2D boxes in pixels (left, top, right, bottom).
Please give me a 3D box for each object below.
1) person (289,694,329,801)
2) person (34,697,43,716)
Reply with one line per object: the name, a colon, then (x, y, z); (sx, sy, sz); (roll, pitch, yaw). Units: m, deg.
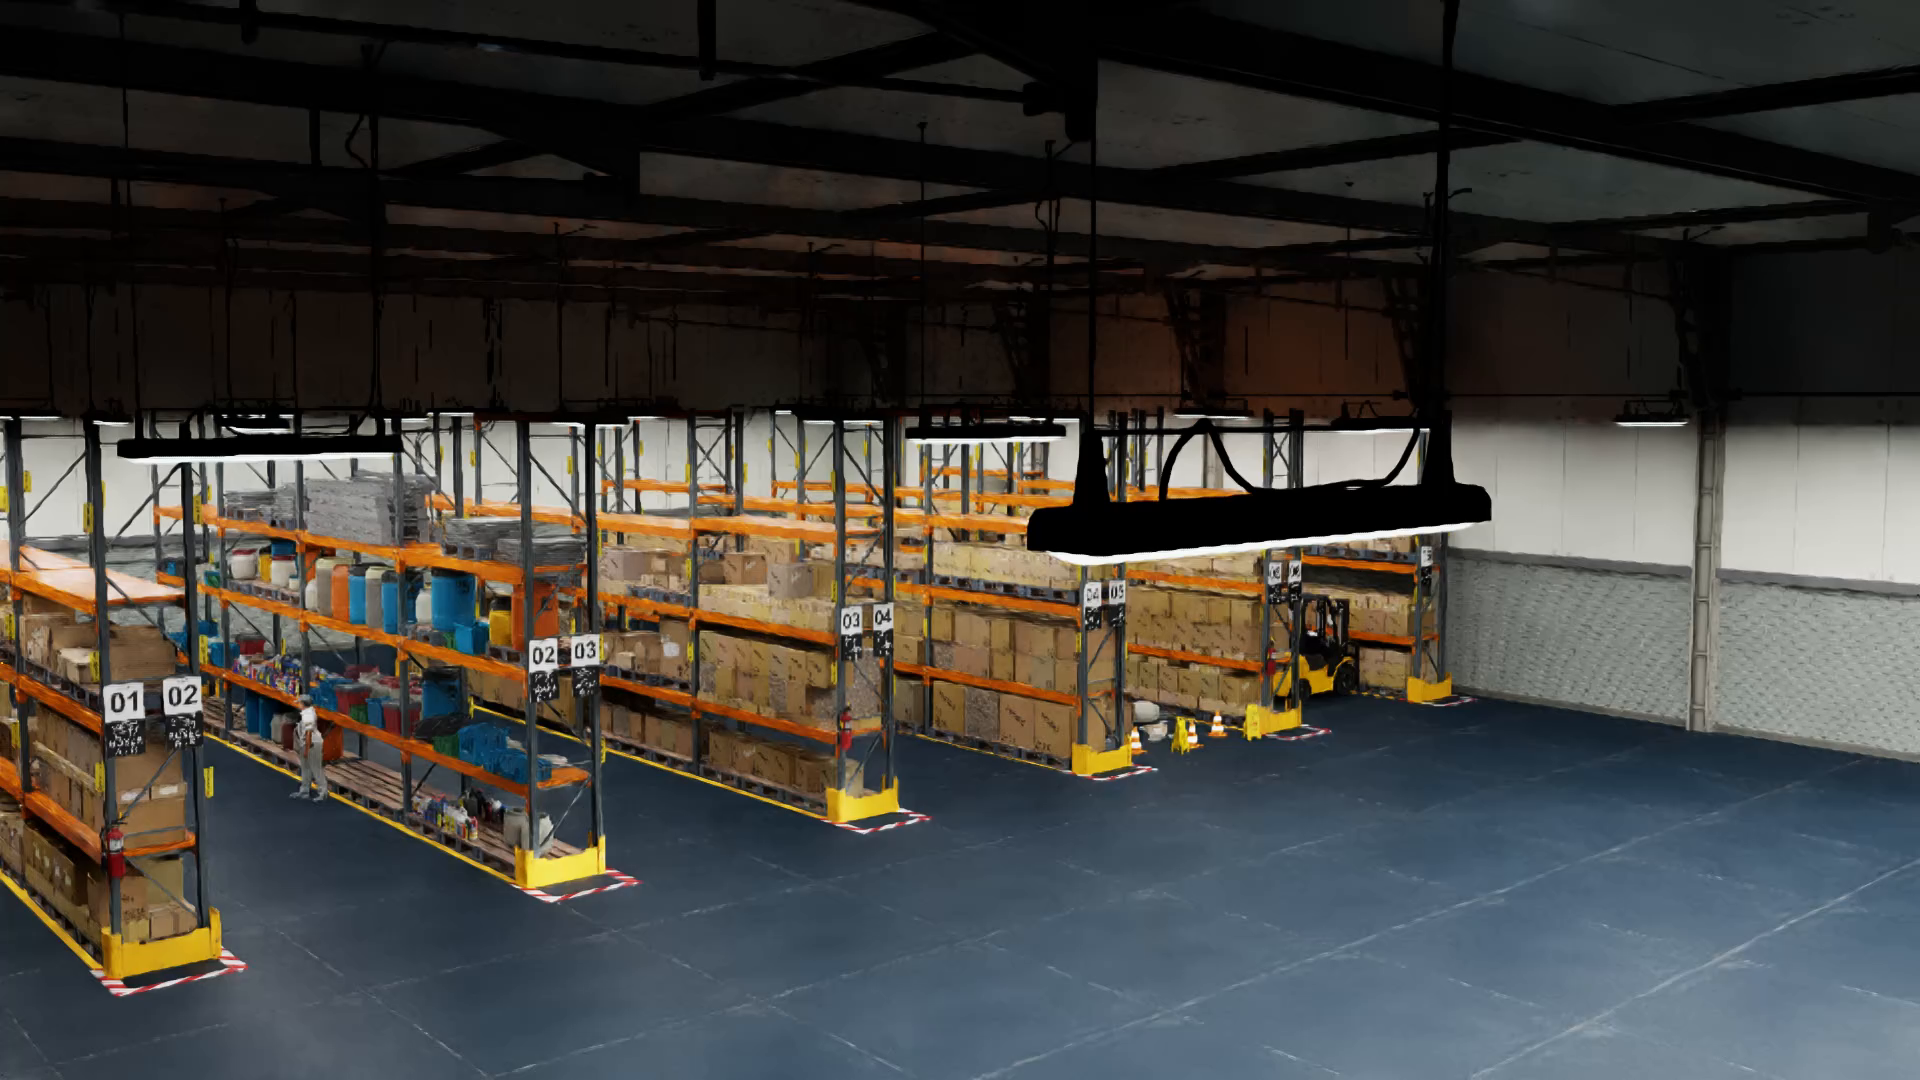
person: (-10.172, 3.214, 25.923); (0.561, 1.656, 0.625); (-2, 6, -26)
person: (-16.926, 2.757, 30.798); (1.031, 1.724, 0.554); (4, 7, 40)
